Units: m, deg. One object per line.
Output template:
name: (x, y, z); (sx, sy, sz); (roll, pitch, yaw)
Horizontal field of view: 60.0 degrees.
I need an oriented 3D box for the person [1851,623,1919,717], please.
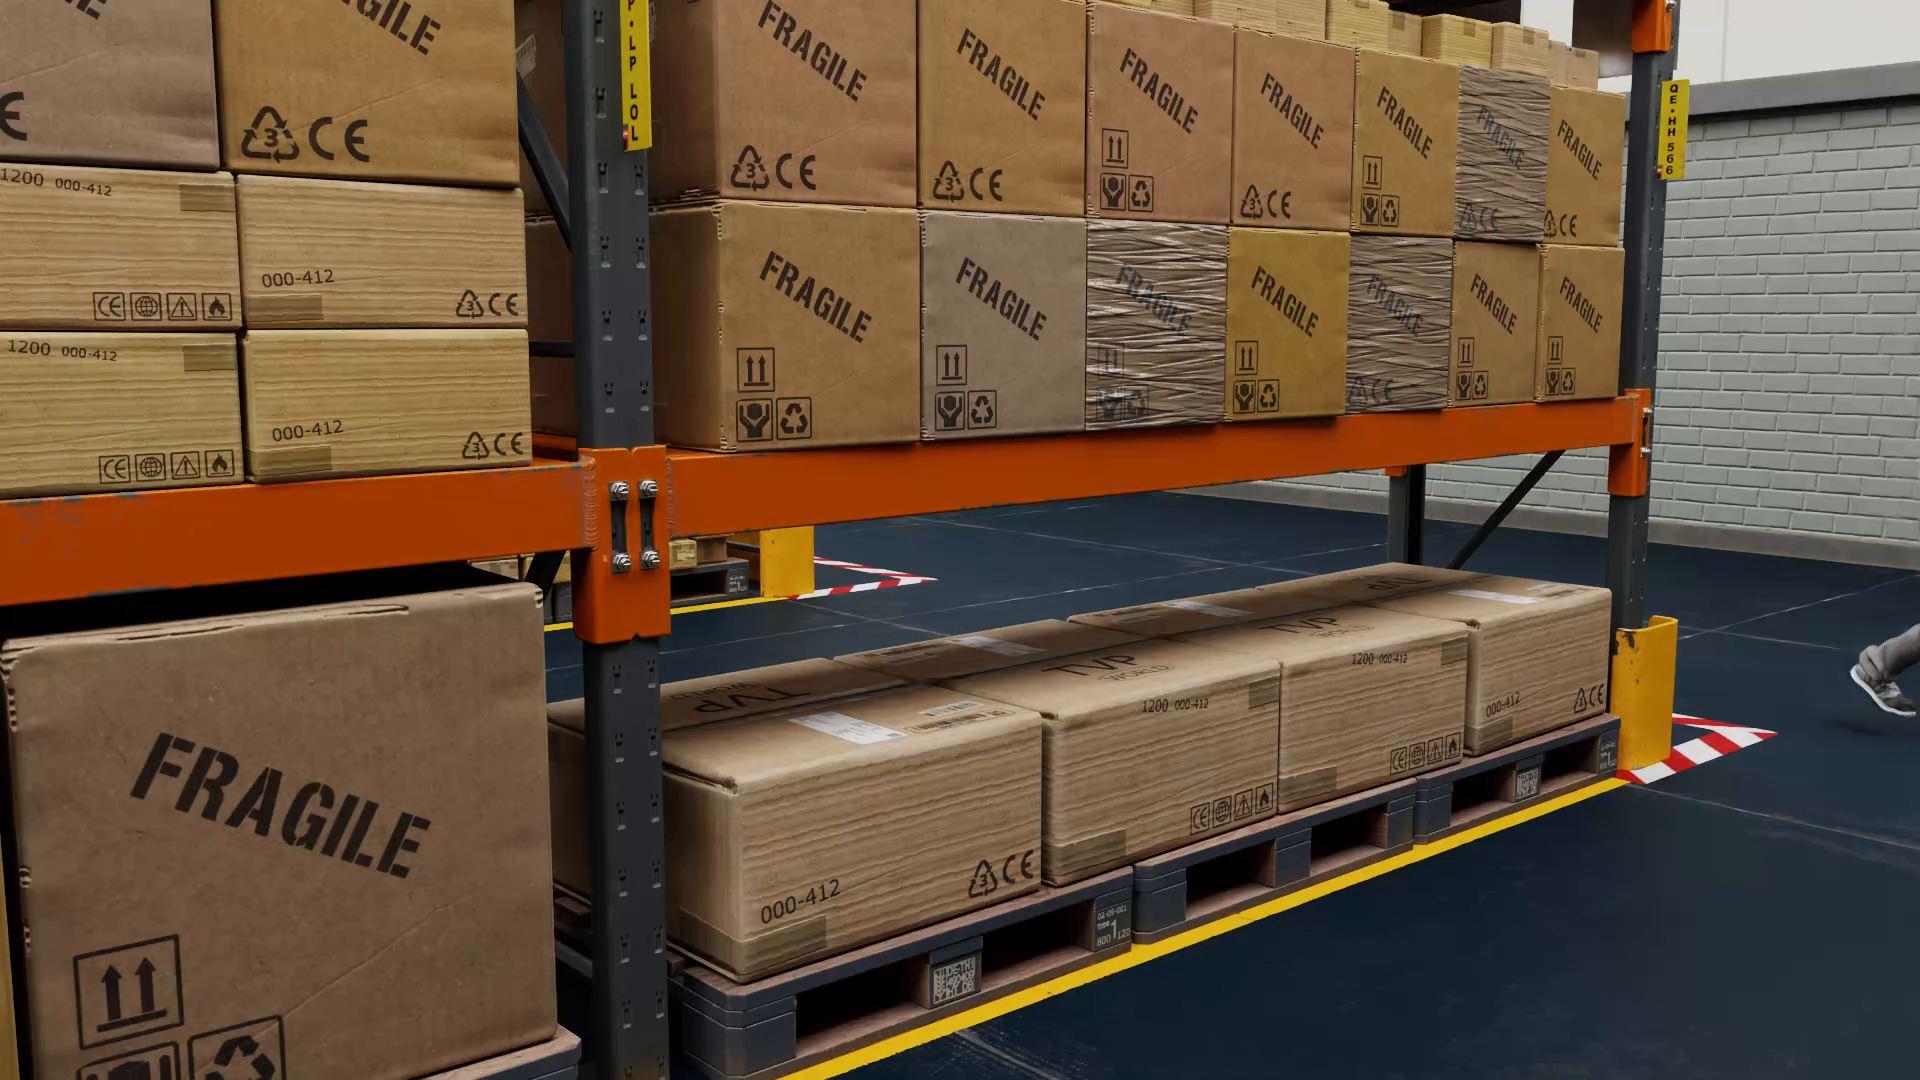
person: (3.617, -0.012, 5.918); (0.456, 1.542, 0.825); (-3, 8, -19)
